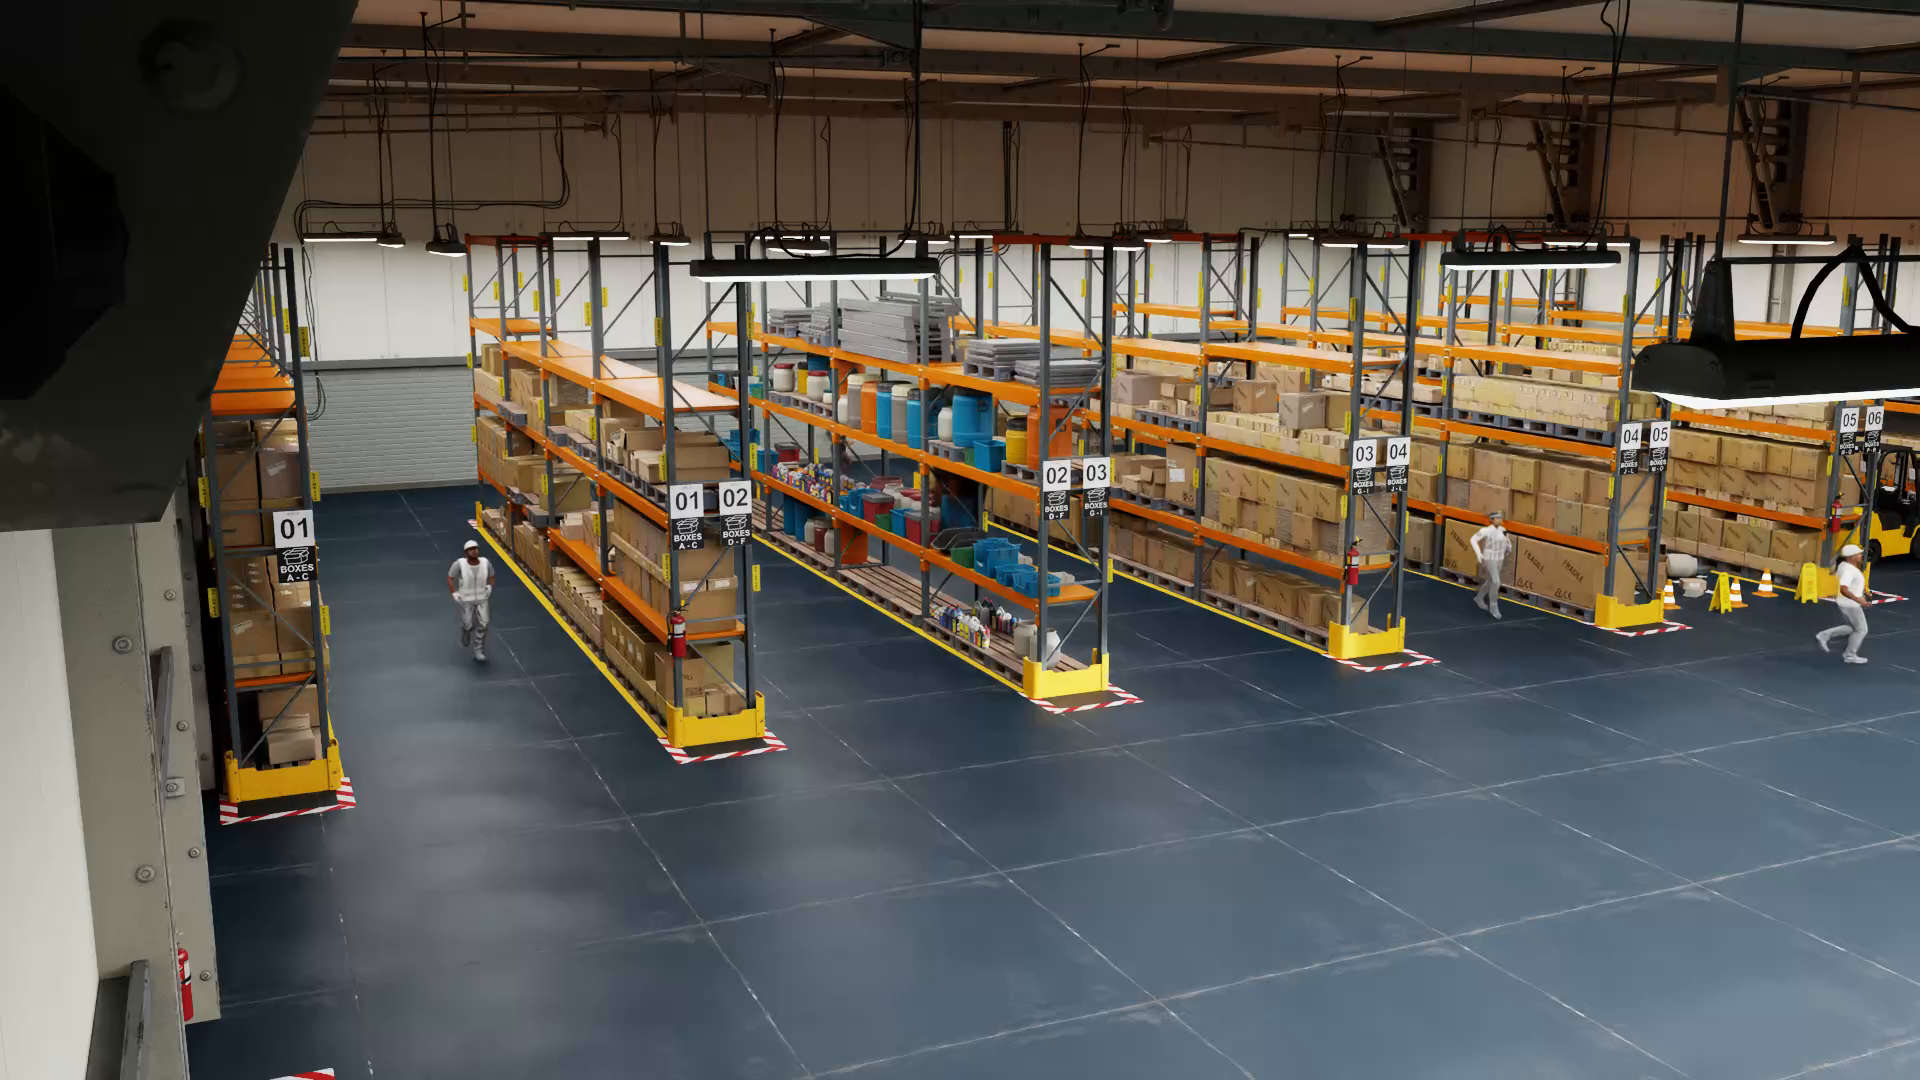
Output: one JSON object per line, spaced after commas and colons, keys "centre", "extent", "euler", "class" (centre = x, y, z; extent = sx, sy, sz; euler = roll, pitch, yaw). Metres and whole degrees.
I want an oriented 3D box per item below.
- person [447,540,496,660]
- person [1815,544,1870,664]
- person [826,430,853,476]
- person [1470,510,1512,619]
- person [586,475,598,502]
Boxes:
{"centre": [-7.074, 0.860, 24.169], "extent": [0.684, 1.740, 0.626], "euler": [-6, 12, -27], "class": "person"}
{"centre": [12.750, 0.912, 23.911], "extent": [0.694, 1.721, 0.704], "euler": [4, 12, 21], "class": "person"}
{"centre": [-2.867, -2.092, 39.495], "extent": [0.707, 1.745, 0.661], "euler": [-2, 11, -11], "class": "person"}
{"centre": [8.585, 0.360, 26.829], "extent": [0.590, 1.738, 0.752], "euler": [-6, 12, -27], "class": "person"}
{"centre": [-7.729, -1.274, 35.198], "extent": [0.621, 1.750, 0.763], "euler": [5, 12, 24], "class": "person"}
